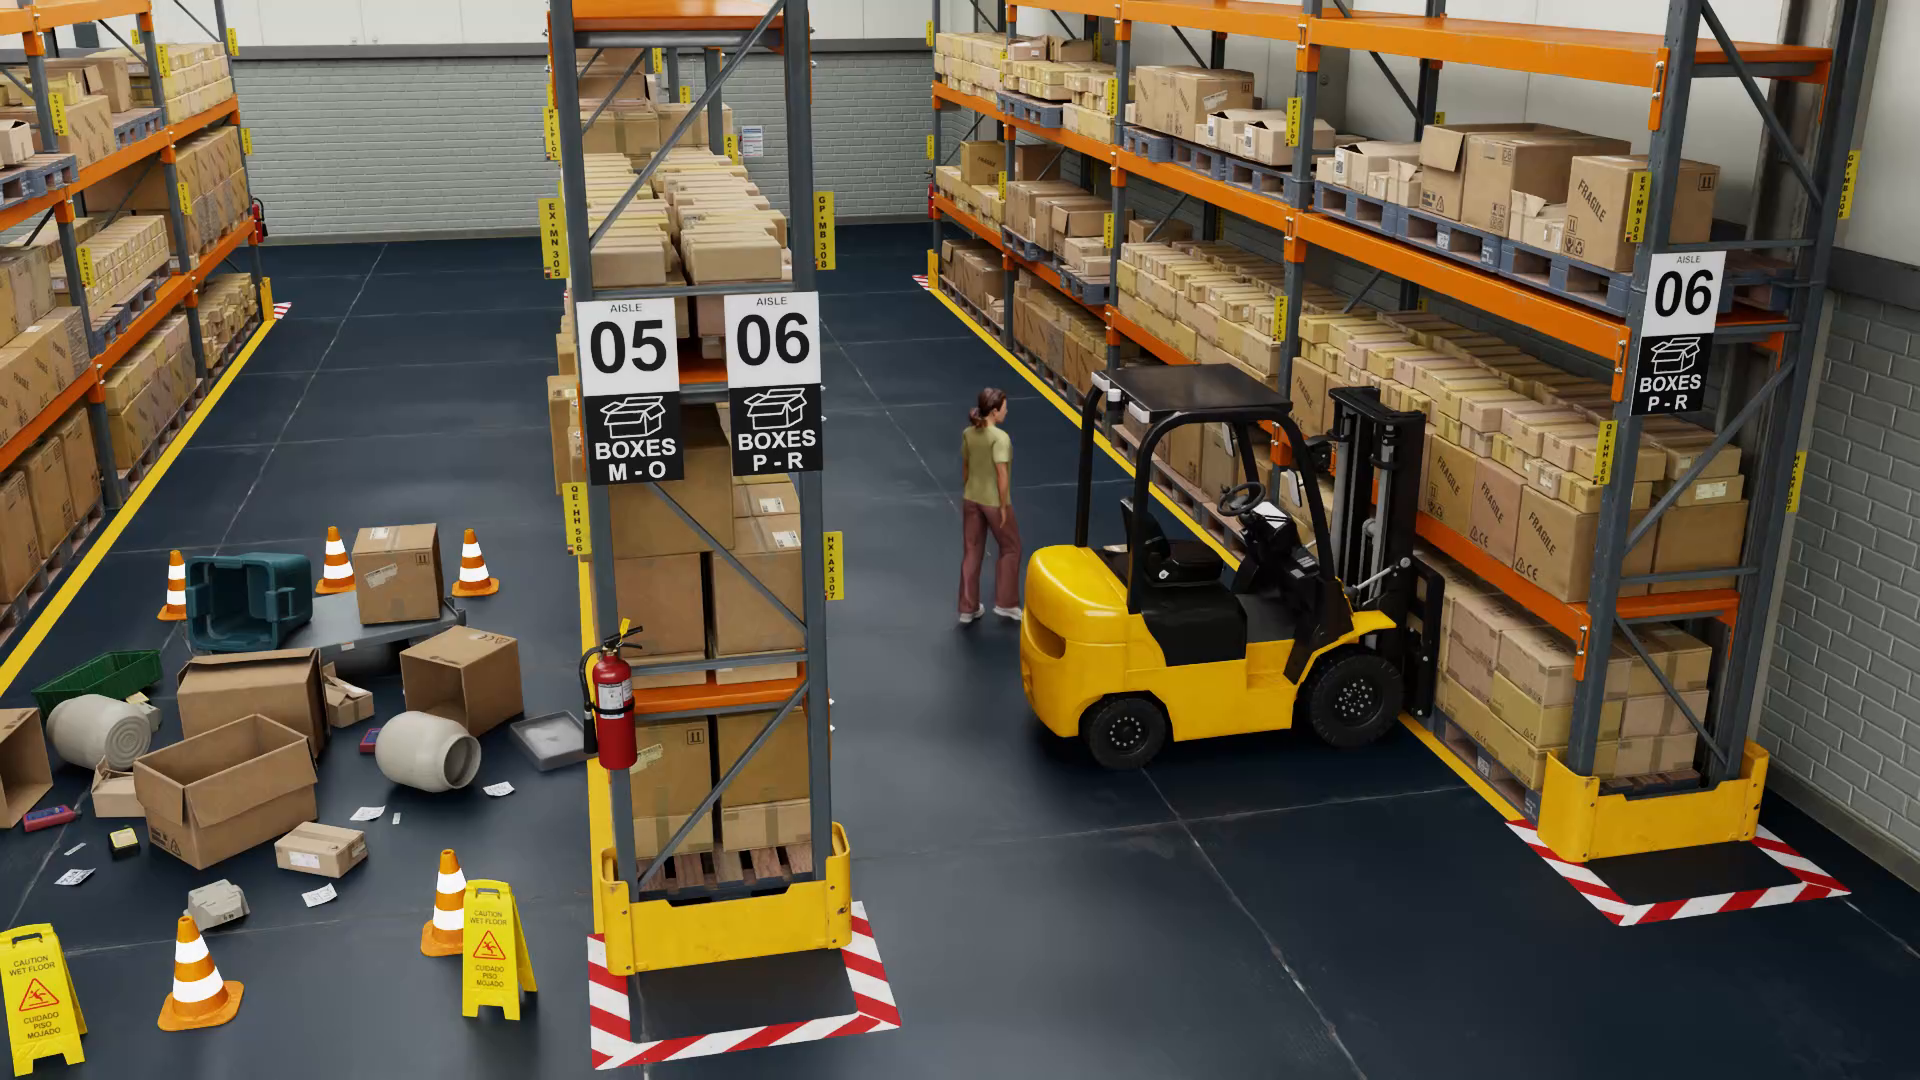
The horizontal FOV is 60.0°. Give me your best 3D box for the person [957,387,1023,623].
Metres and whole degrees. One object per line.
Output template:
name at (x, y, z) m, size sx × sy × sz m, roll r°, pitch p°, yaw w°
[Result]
person at (0.183, -0.215, 11.703) m, size 0.494 × 1.713 × 0.523 m, roll 14°, pitch 24°, yaw 34°
